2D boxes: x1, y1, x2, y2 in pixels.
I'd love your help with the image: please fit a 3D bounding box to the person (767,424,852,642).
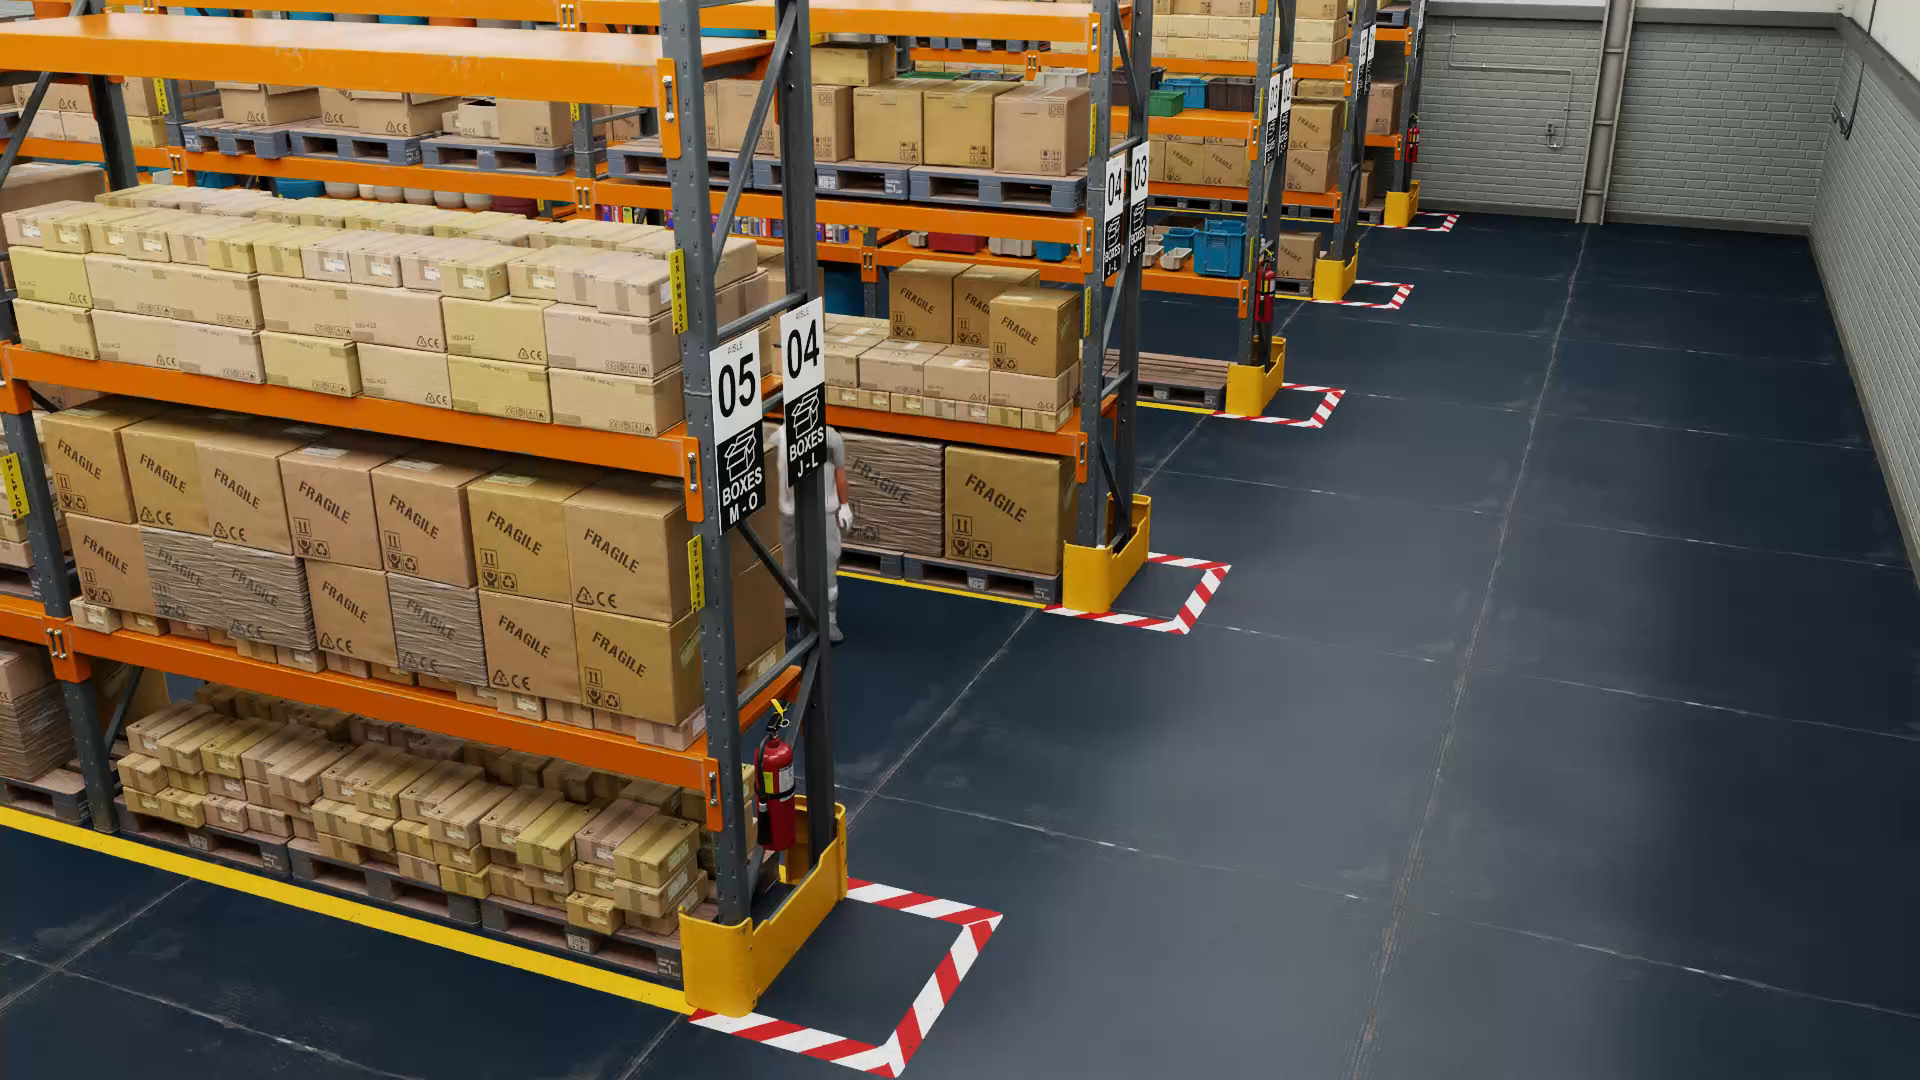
[{"bbox_3d":[-1.083,-0.200,11.366,0.671,1.789,0.472,3,22,8],"label":"person"}]
